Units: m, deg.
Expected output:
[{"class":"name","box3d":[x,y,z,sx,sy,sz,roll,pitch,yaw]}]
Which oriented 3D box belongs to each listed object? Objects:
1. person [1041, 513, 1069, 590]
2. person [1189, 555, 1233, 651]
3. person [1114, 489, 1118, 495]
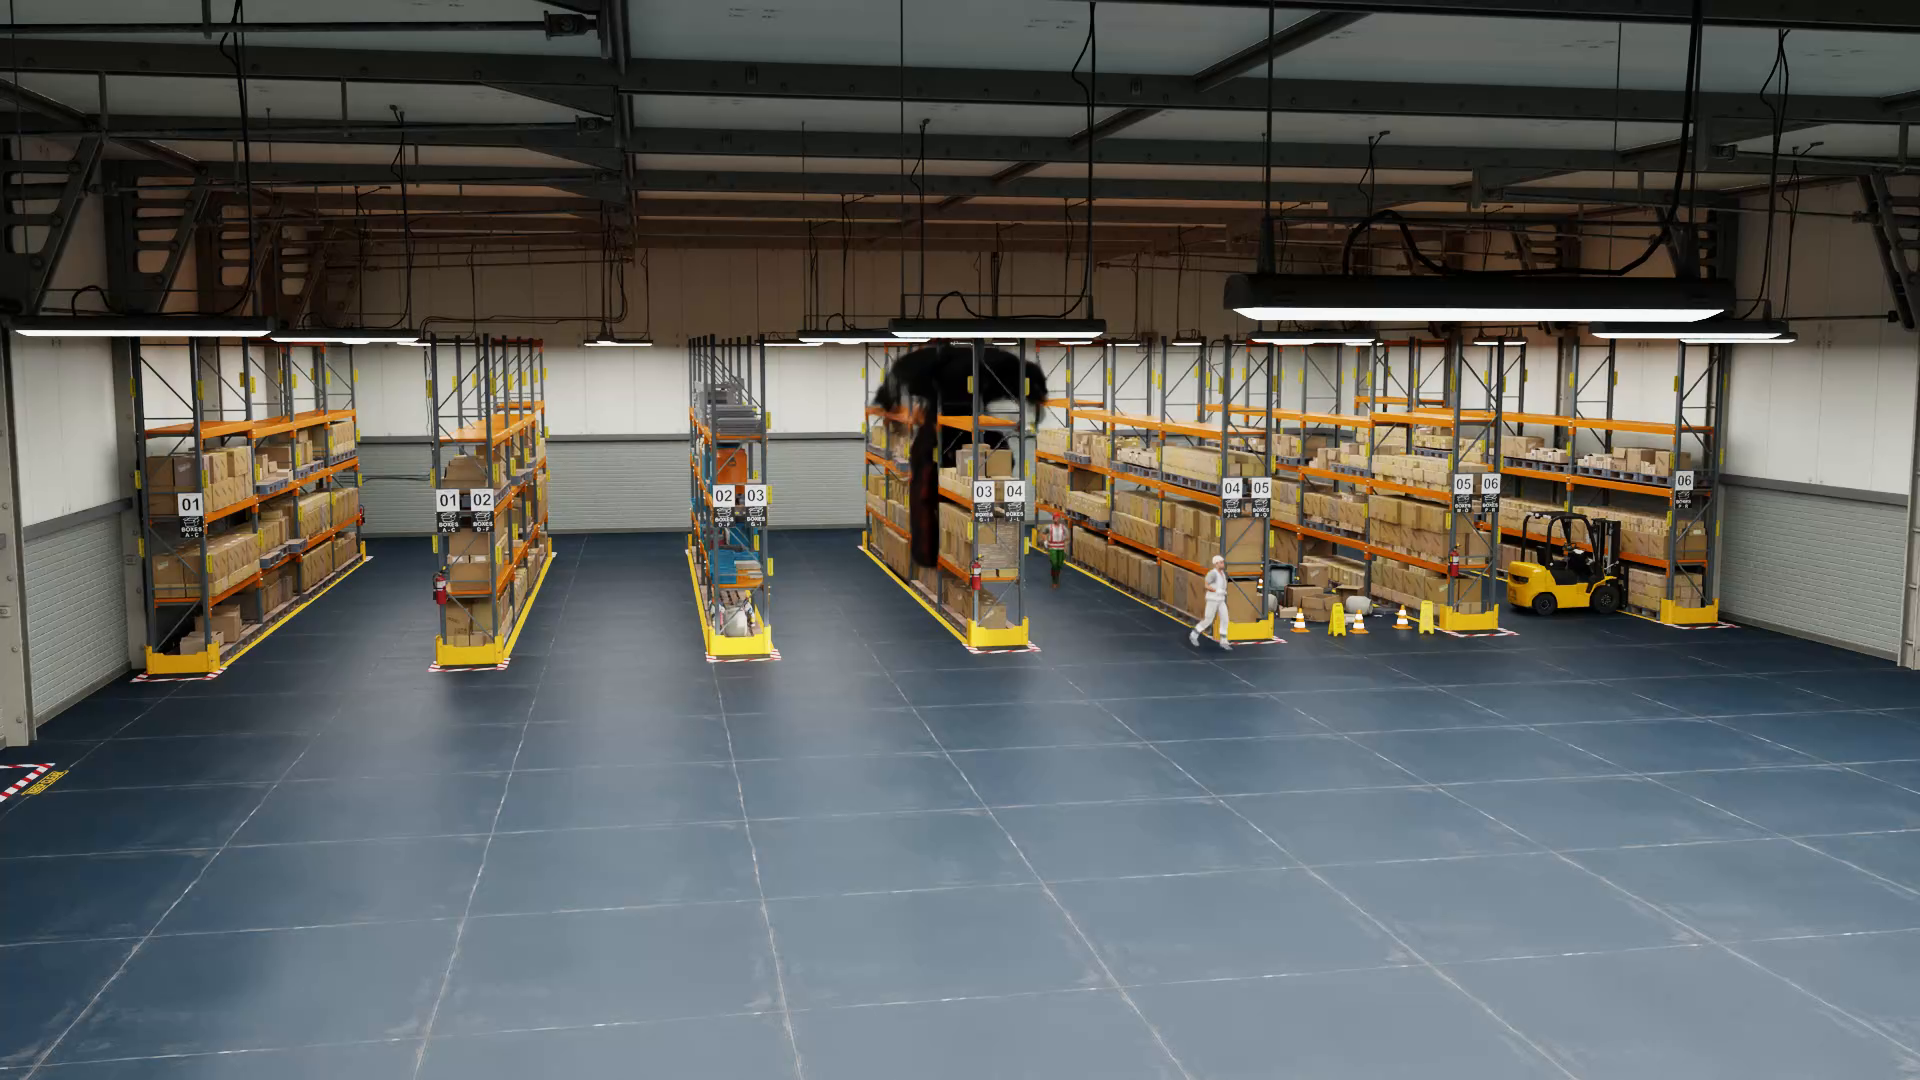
[{"class":"person","box3d":[2.317,0.265,39.922,0.631,1.843,0.735,-2,7,-13]},{"class":"person","box3d":[4.888,1.187,31.822,0.933,1.784,0.692,6,9,40]},{"class":"person","box3d":[4.459,-0.576,47.527,0.641,1.743,0.896,-2,7,-20]}]
